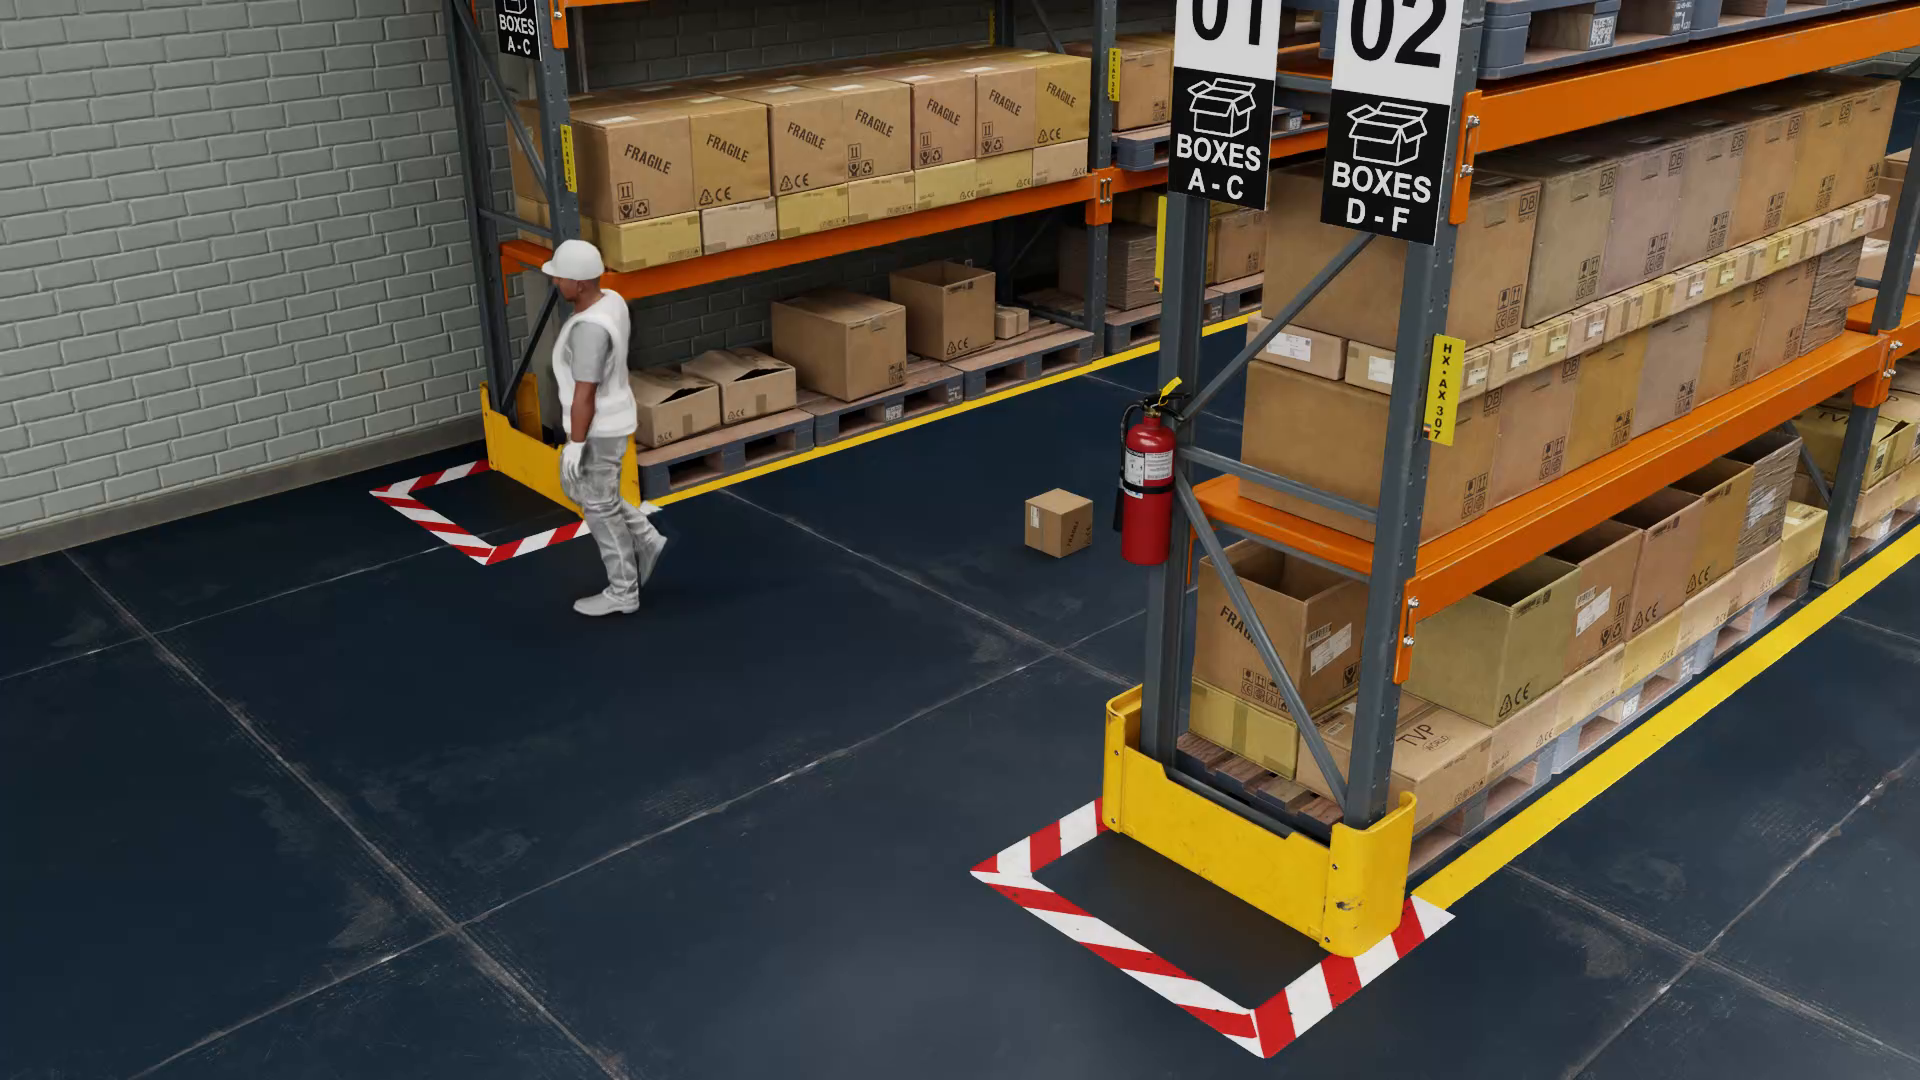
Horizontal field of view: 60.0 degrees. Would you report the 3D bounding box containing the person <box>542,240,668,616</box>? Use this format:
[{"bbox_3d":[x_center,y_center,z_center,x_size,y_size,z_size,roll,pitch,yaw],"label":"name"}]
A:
[{"bbox_3d":[-1.649,-0.519,7.676,0.494,1.777,0.597,-2,24,-5],"label":"person"}]
